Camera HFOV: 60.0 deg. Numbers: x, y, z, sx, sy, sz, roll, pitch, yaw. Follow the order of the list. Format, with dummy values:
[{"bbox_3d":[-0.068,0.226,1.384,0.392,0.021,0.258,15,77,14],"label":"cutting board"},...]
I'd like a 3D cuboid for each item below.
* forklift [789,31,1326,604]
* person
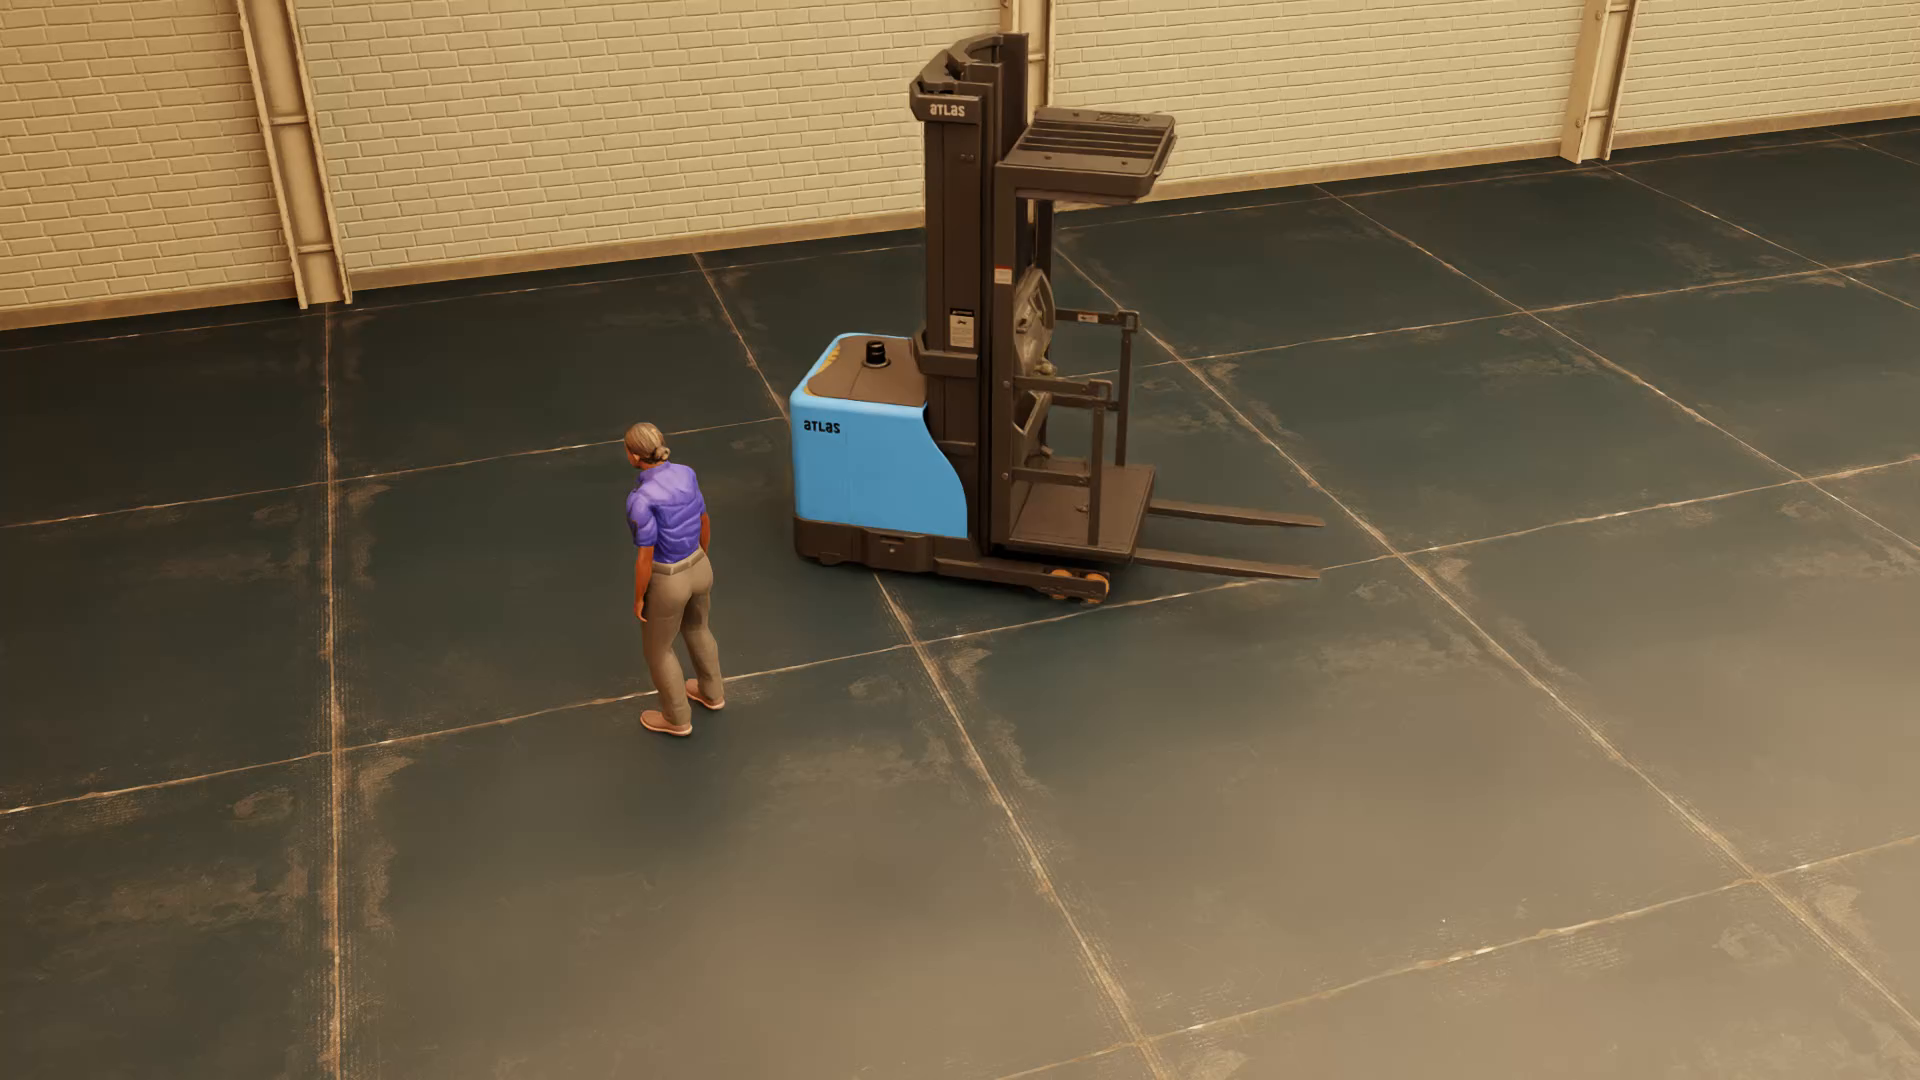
[{"bbox_3d":[0.599,-1.204,9.179,3.031,2.935,1.130,7,31,12],"label":"forklift"},{"bbox_3d":[-1.396,0.185,8.049,0.351,1.653,0.511,19,35,29],"label":"person"}]
